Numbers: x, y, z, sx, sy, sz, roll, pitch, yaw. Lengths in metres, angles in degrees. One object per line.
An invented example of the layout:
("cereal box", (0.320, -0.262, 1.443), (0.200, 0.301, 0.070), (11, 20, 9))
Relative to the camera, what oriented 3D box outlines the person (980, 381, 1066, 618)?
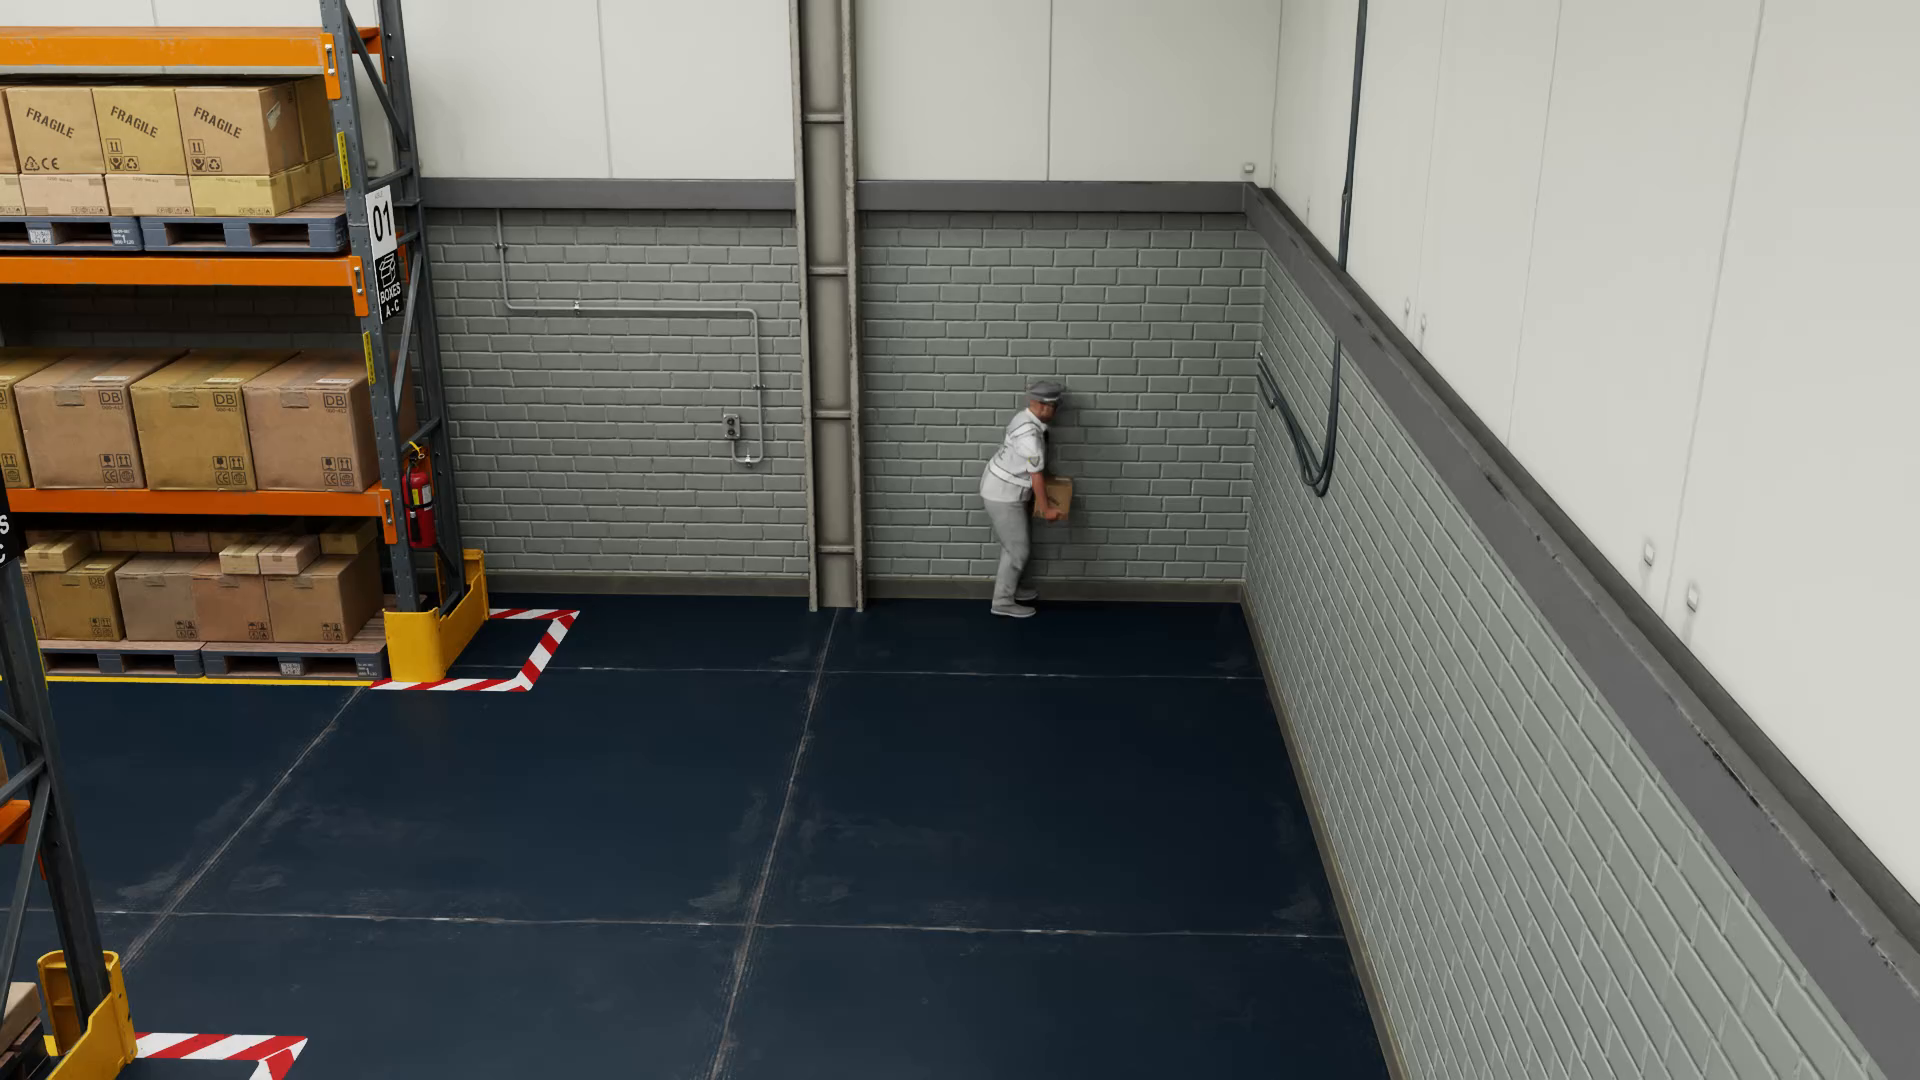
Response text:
("person", (0.451, -0.302, 11.955), (0.617, 1.703, 0.478), (0, 21, 1))
